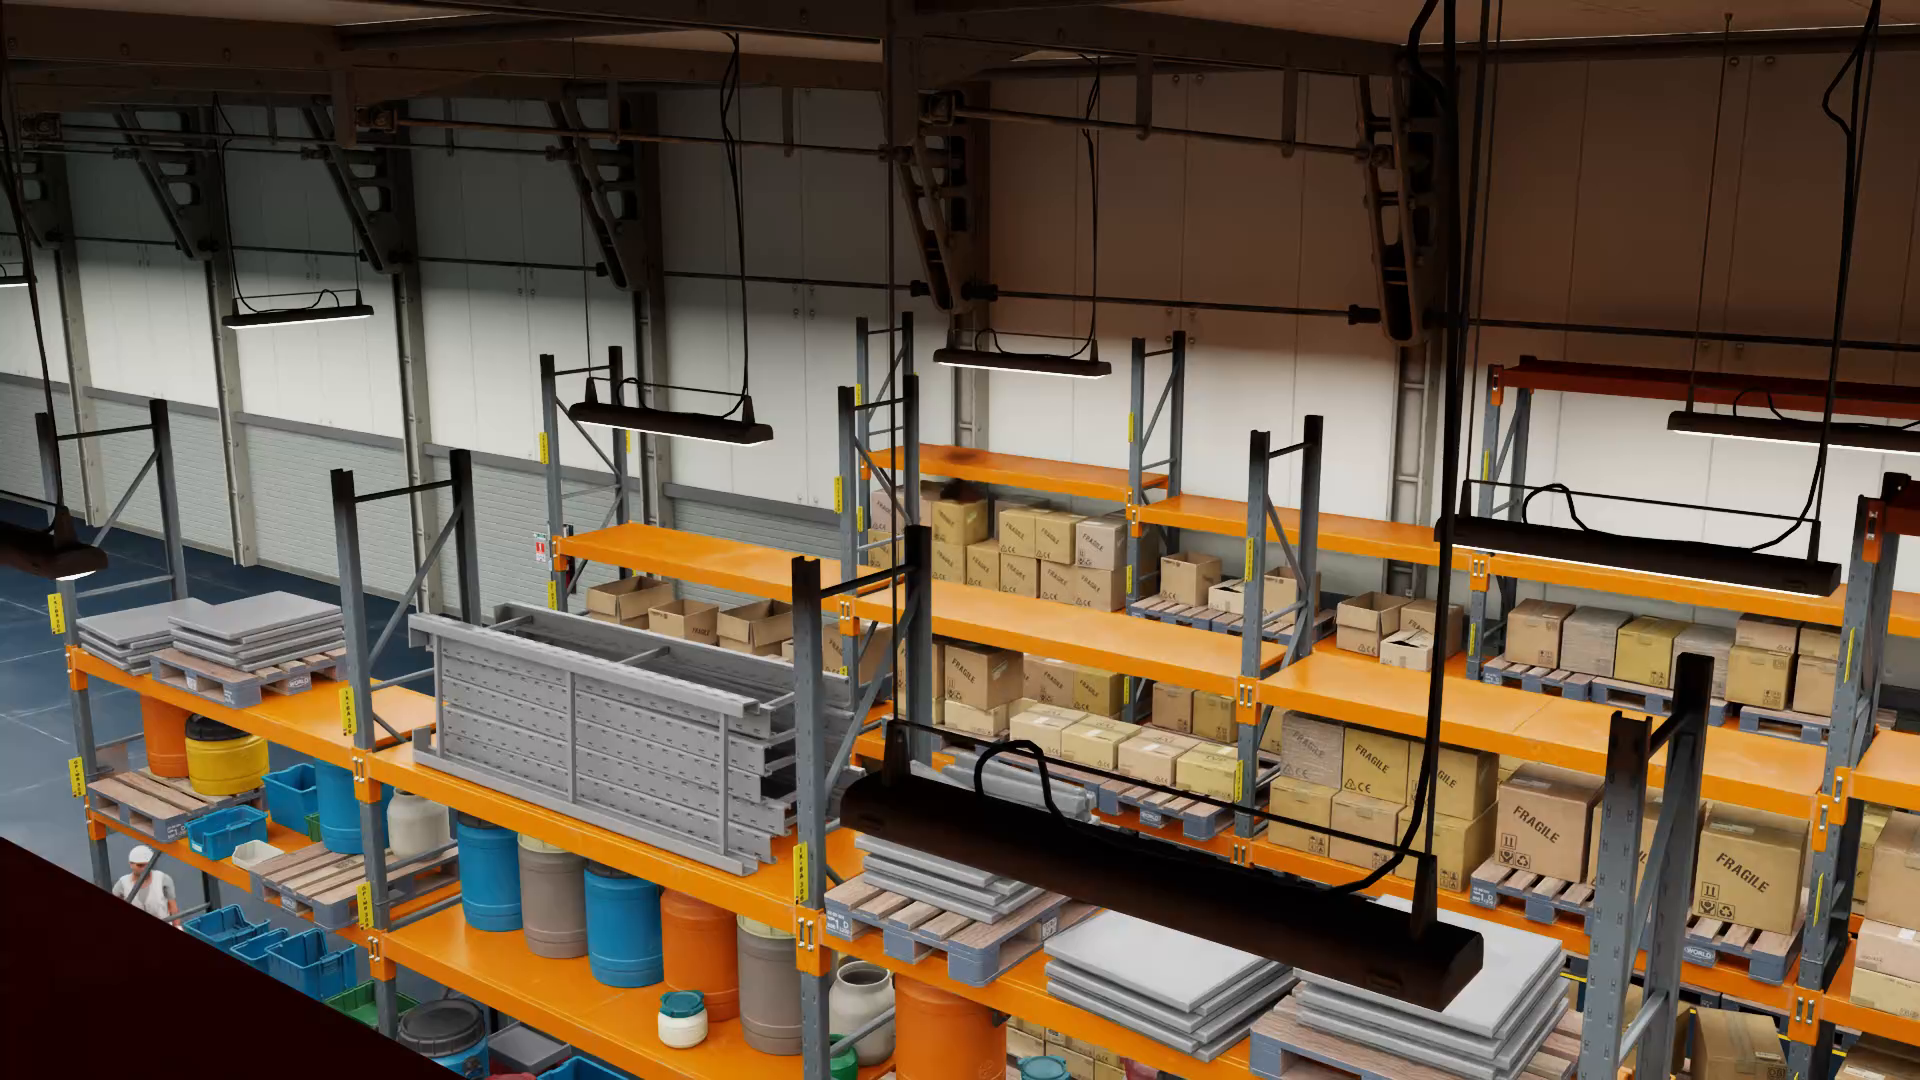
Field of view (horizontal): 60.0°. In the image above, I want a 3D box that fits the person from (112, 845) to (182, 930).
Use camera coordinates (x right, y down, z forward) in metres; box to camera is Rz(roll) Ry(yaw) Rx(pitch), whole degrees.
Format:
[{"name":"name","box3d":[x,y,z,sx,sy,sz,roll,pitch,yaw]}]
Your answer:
[{"name":"person","box3d":[-7.529,3.710,15.412,0.616,1.837,0.410,-5,14,-21]}]
